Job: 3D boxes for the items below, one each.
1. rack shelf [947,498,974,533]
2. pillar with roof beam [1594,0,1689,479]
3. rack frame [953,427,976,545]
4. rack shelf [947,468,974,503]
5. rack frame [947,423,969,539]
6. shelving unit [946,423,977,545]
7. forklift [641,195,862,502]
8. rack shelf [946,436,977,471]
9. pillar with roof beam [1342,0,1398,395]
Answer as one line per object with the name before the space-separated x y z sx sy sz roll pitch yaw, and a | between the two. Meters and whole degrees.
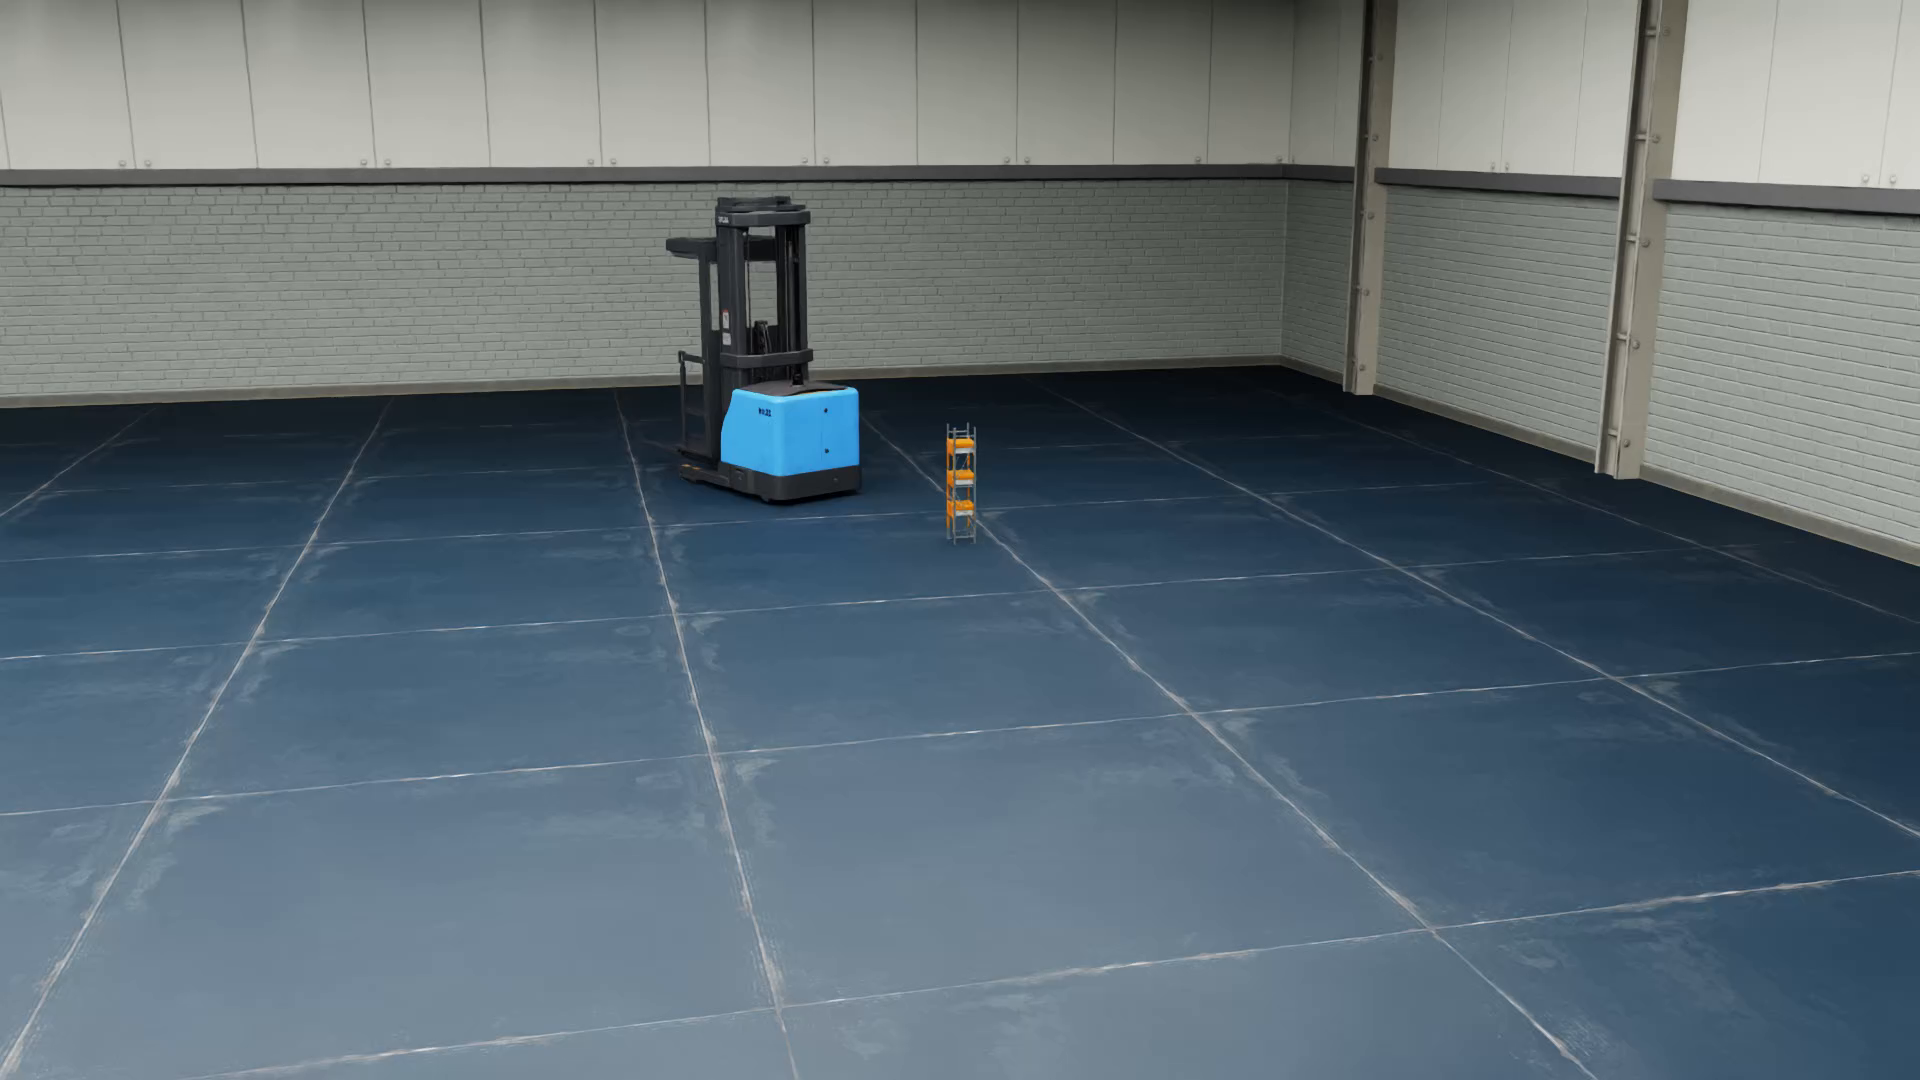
rack shelf | 0.013 -0.217 14.820 0.215 0.259 0.240 -3 14 -13
pillar with roof beam | 2.841 -4.824 15.711 9.100 9.000 0.400 -3 14 -13
rack frame | 0.041 -0.470 14.637 0.200 1.050 0.008 -3 14 -13
rack shelf | 0.013 -0.487 14.754 0.215 0.259 0.240 -3 14 -13
rack frame | -0.016 -0.526 14.867 0.200 1.050 0.008 -3 14 -13
shelving unit | 0.013 -0.498 14.752 0.215 1.050 0.252 -3 14 -13
forklift | -2.326 -2.085 17.287 1.130 2.935 3.031 -11 18 -38
rack shelf | 0.013 -0.763 14.687 0.215 0.259 0.240 -3 14 -13
pillar with roof beam | 1.432 -6.208 21.377 9.100 9.000 0.400 -3 14 -13
